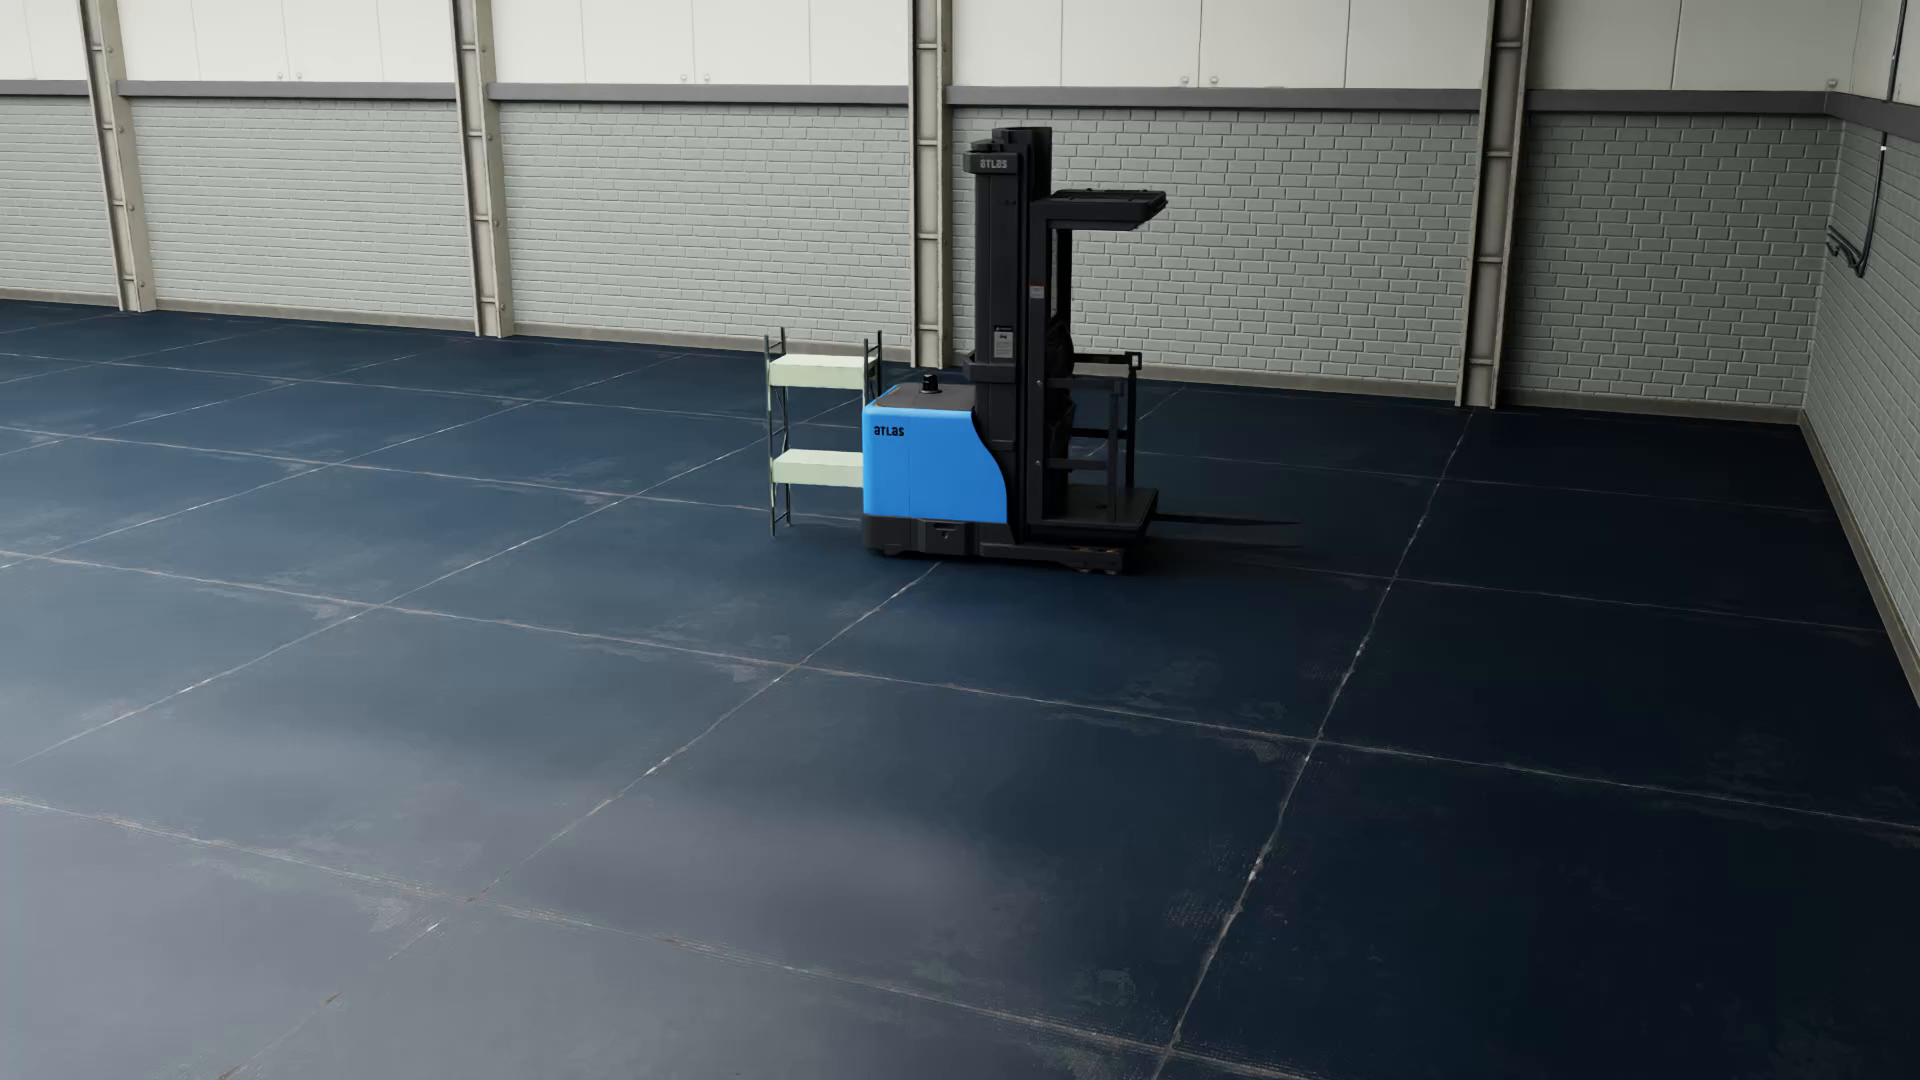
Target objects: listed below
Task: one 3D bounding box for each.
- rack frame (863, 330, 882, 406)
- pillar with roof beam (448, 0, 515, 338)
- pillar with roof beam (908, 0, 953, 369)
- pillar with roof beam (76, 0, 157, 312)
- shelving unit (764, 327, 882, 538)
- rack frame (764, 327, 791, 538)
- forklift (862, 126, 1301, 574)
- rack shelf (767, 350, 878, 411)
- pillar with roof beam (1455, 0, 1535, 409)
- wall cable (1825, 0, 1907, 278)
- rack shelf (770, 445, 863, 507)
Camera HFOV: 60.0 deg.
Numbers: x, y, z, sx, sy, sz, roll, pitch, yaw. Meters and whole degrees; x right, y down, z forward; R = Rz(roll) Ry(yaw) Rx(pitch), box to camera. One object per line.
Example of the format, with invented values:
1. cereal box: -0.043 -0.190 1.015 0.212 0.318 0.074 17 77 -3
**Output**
1. rack frame: -0.622 -0.742 12.039 0.023 1.500 0.400 4 17 12
2. pillar with roof beam: -7.485 -5.812 16.052 0.400 9.000 9.100 6 17 21
3. pillar with roof beam: -1.903 -5.198 13.938 0.400 9.000 9.100 6 17 21
4. pillar with roof beam: -13.066 -6.425 18.166 0.400 9.000 9.100 6 17 21
5. shelving unit: -0.979 -0.764 12.117 0.755 1.500 0.431 4 17 12
6. rack frame: -1.336 -0.787 12.195 0.023 1.500 0.400 4 17 12
7. forklift: 0.877 -1.335 11.514 3.031 2.935 1.130 4 17 12
8. rack shelf: -0.979 -1.139 12.008 0.720 0.370 0.431 4 17 12
9. pillar with roof beam: 3.678 -4.584 11.823 0.400 9.000 9.100 6 17 21
10. wall cable: 7.513 -3.565 13.883 0.112 2.526 3.097 6 17 21
11. rack shelf: -0.979 -0.451 12.208 0.720 0.370 0.431 4 17 12
